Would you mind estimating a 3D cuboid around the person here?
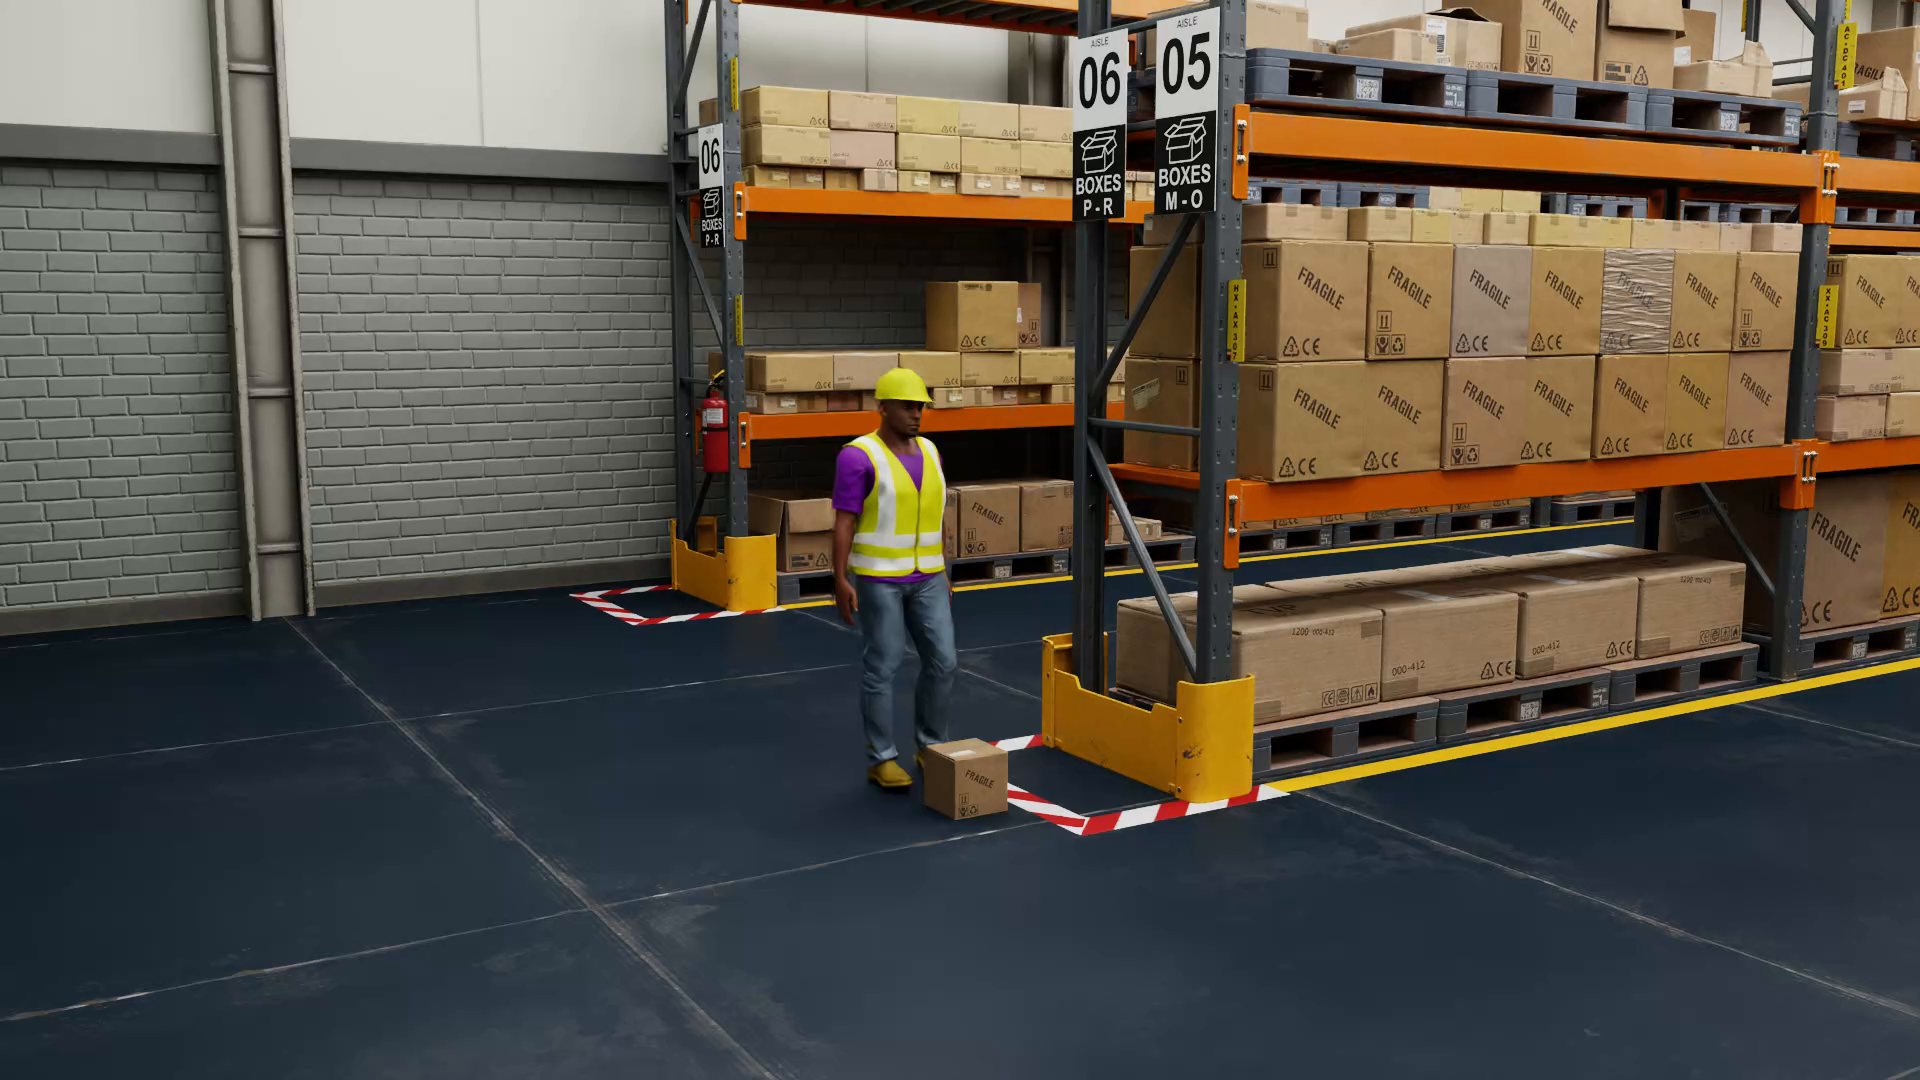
[{"bbox_3d":[-0.255,0.182,7.049,0.584,1.802,0.380,-6,10,-36],"label":"person"}]
